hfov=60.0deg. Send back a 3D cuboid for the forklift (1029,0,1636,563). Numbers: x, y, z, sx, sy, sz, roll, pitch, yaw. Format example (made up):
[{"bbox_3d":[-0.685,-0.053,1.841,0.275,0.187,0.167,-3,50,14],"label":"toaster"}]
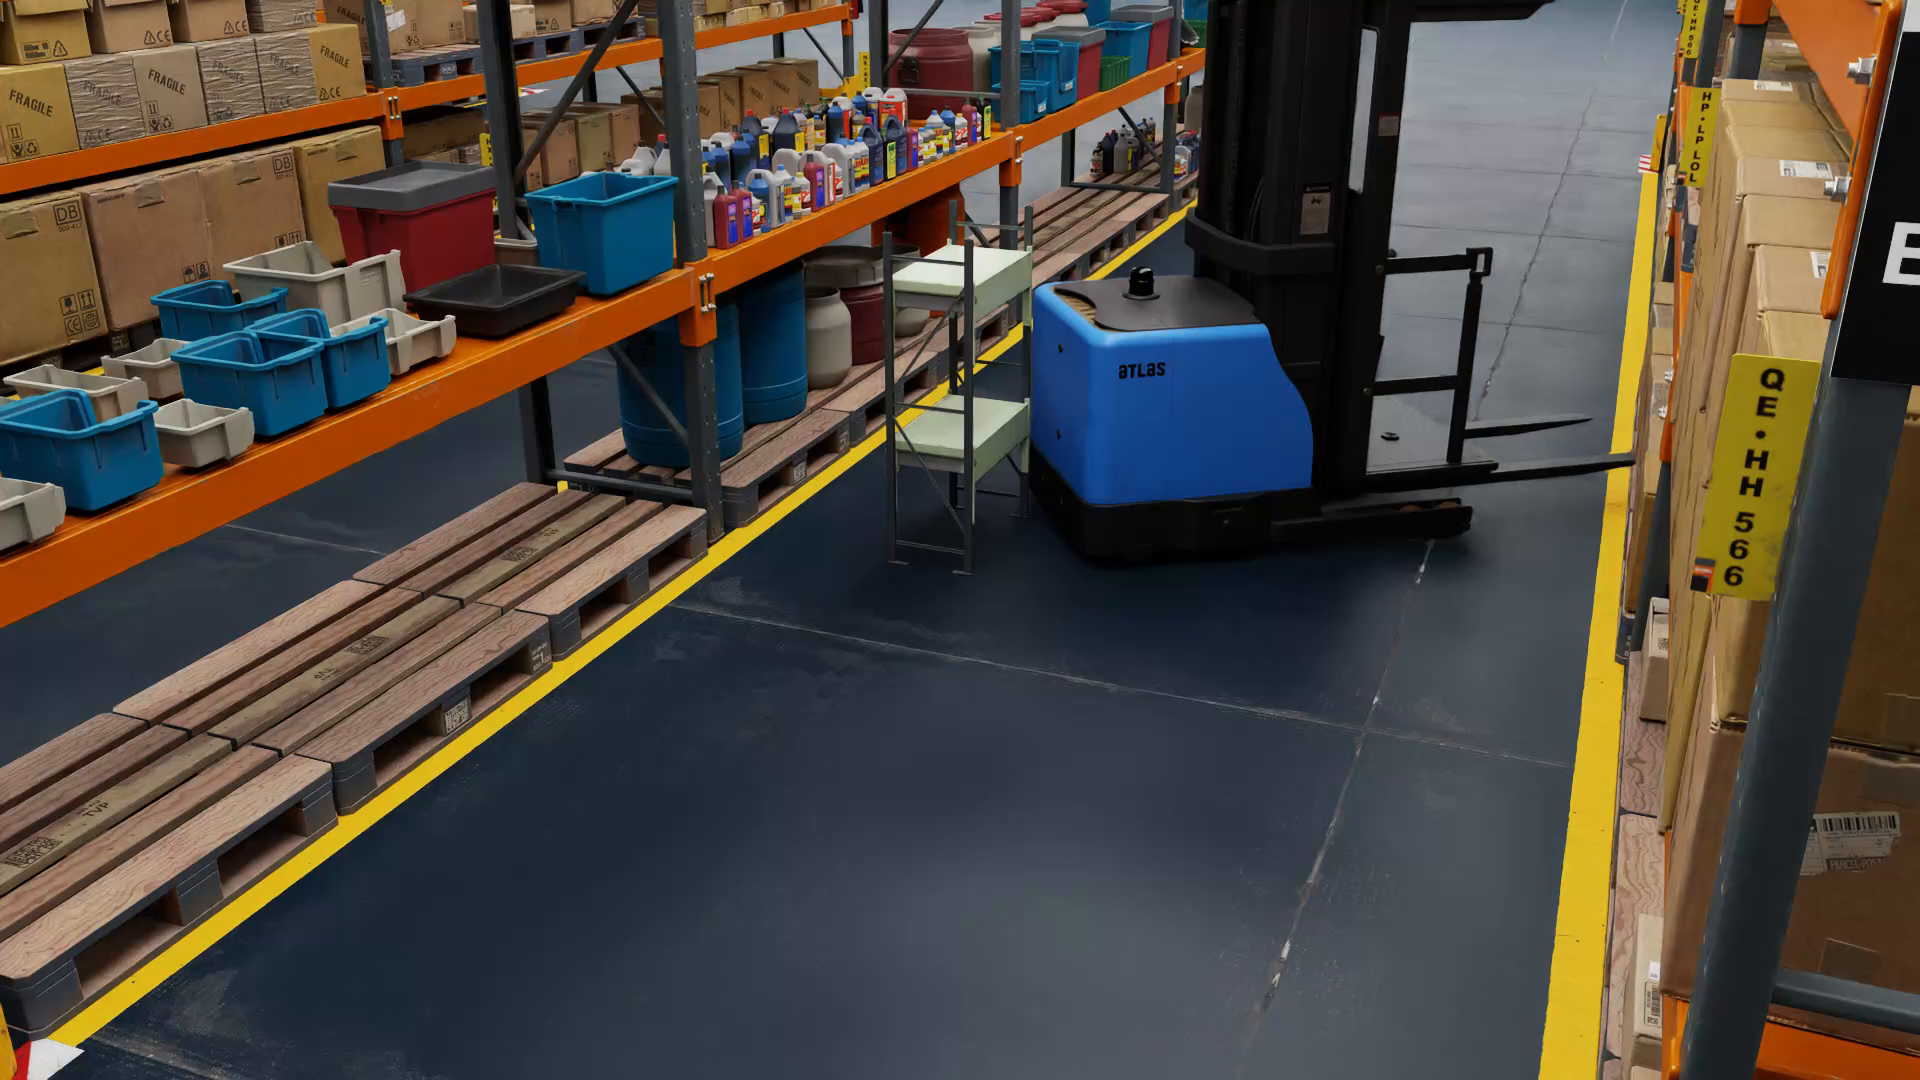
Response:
[{"bbox_3d":[1.903,-1.538,7.630,3.031,2.935,1.130,-5,23,-13],"label":"forklift"}]

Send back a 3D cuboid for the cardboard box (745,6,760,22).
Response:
[{"bbox_3d":[-2.312,-5.480,17.304,0.380,0.149,0.250,9,24,20],"label":"cardboard box"}]

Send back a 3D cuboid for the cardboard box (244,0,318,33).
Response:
[{"bbox_3d":[-4.988,-3.842,11.624,0.797,0.503,0.637,10,25,22],"label":"cardboard box"}]

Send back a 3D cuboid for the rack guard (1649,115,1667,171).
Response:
[{"bbox_3d":[7.475,-3.890,16.415,1.175,0.500,0.348,9,24,20],"label":"rack guard"}]

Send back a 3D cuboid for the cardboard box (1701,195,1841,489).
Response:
[{"bbox_3d":[1.808,-0.383,3.348,0.500,0.500,0.500,9,24,21],"label":"cardboard box"}]

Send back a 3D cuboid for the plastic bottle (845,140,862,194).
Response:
[{"bbox_3d":[-0.565,-1.955,8.706,0.097,0.271,0.097,0,23,0],"label":"plastic bottle"}]

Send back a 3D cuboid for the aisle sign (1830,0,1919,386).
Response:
[{"bbox_3d":[1.213,-0.529,1.751,0.394,0.787,0.004,9,24,20],"label":"aisle sign"}]

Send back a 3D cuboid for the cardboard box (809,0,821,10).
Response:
[{"bbox_3d":[-1.783,-6.021,18.599,0.380,0.149,0.250,9,24,20],"label":"cardboard box"}]

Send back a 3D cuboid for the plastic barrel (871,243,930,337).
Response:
[{"bbox_3d":[-0.396,-1.536,10.219,0.421,0.512,0.421,0,23,0],"label":"plastic barrel"}]

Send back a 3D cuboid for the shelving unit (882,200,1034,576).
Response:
[{"bbox_3d":[0.002,-0.694,7.467,0.431,1.500,0.755,9,24,20],"label":"shelving unit"}]

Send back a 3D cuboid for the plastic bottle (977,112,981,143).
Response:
[{"bbox_3d":[0.083,-2.547,10.213,0.097,0.201,0.097,0,23,0],"label":"plastic bottle"}]

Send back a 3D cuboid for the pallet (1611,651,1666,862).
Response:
[{"bbox_3d":[2.753,0.791,5.582,1.003,0.211,1.213,9,24,20],"label":"pallet"}]

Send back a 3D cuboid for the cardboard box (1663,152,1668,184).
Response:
[{"bbox_3d":[6.502,-3.264,14.694,0.500,0.250,0.500,9,24,20],"label":"cardboard box"}]

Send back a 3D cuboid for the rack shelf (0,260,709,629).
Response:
[{"bbox_3d":[-2.332,-0.404,5.758,1.077,0.370,4.000,9,24,20],"label":"rack shelf"}]

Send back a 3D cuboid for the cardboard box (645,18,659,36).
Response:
[{"bbox_3d":[-2.857,-4.941,16.014,0.380,0.149,0.250,9,24,20],"label":"cardboard box"}]

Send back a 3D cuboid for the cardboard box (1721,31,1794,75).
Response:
[{"bbox_3d":[5.484,-3.189,11.363,0.500,0.500,0.500,11,25,24],"label":"cardboard box"}]

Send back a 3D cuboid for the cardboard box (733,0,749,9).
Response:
[{"bbox_3d":[-2.681,-5.726,17.051,0.875,0.500,0.500,9,24,20],"label":"cardboard box"}]

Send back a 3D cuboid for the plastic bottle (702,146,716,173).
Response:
[{"bbox_3d":[-1.297,-1.879,8.525,0.097,0.271,0.097,0,23,0],"label":"plastic bottle"}]

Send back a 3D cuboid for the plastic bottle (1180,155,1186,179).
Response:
[{"bbox_3d":[1.983,-3.350,14.938,0.097,0.201,0.097,0,23,0],"label":"plastic bottle"}]

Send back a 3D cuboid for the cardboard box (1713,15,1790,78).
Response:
[{"bbox_3d":[6.139,-3.810,12.849,0.700,0.500,0.500,8,24,19],"label":"cardboard box"}]

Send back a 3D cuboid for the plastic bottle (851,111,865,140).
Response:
[{"bbox_3d":[-0.613,-2.506,10.115,0.097,0.201,0.097,0,23,0],"label":"plastic bottle"}]

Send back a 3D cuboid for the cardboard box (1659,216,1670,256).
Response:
[{"bbox_3d":[4.837,-1.946,10.812,0.500,0.311,0.500,9,24,20],"label":"cardboard box"}]

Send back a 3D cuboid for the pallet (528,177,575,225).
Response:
[{"bbox_3d":[-3.955,-3.020,14.706,1.003,0.211,1.213,9,24,20],"label":"pallet"}]

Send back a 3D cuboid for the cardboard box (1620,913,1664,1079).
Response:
[{"bbox_3d":[1.877,1.191,4.004,0.500,0.250,0.500,9,24,20],"label":"cardboard box"}]

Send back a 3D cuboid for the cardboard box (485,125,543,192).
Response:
[{"bbox_3d":[-4.073,-3.288,14.403,0.700,0.500,0.500,11,25,24],"label":"cardboard box"}]

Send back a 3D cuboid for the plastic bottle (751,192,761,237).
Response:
[{"bbox_3d":[-0.981,-1.522,7.759,0.097,0.201,0.097,0,23,0],"label":"plastic bottle"}]

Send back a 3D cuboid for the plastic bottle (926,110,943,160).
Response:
[{"bbox_3d":[-0.148,-2.357,9.668,0.097,0.271,0.097,0,23,0],"label":"plastic bottle"}]

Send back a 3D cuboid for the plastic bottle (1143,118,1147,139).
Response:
[{"bbox_3d":[1.805,-4.013,16.418,0.061,0.283,0.133,9,24,21],"label":"plastic bottle"}]

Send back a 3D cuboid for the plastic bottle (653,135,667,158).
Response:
[{"bbox_3d":[-1.483,-1.871,8.401,0.144,0.351,0.185,9,24,20],"label":"plastic bottle"}]

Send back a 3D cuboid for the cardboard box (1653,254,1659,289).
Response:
[{"bbox_3d":[5.030,-1.870,11.357,0.500,0.250,0.500,9,24,21],"label":"cardboard box"}]

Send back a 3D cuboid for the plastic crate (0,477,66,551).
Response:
[{"bbox_3d":[-2.481,-0.070,4.291,0.250,0.136,0.298,9,24,20],"label":"plastic crate"}]

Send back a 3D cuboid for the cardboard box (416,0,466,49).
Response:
[{"bbox_3d":[-4.424,-4.245,13.346,0.700,0.500,0.500,13,26,28],"label":"cardboard box"}]

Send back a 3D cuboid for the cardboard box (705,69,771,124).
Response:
[{"bbox_3d":[-2.418,-4.834,18.129,0.500,0.500,0.500,11,25,25],"label":"cardboard box"}]

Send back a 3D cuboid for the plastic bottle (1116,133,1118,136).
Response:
[{"bbox_3d":[1.447,-3.669,15.594,0.061,0.283,0.133,11,25,24],"label":"plastic bottle"}]

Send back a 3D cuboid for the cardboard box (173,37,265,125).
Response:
[{"bbox_3d":[-5.036,-3.062,11.060,0.500,0.500,0.500,8,24,18],"label":"cardboard box"}]

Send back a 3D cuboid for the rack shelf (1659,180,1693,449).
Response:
[{"bbox_3d":[3.751,-1.125,7.484,1.077,0.370,4.000,9,24,20],"label":"rack shelf"}]

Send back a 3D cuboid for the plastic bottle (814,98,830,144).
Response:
[{"bbox_3d":[-0.828,-2.513,10.027,0.061,0.283,0.133,9,24,20],"label":"plastic bottle"}]

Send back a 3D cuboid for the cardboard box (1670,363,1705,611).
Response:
[{"bbox_3d":[2.004,-0.099,3.966,0.500,0.500,0.500,8,24,19],"label":"cardboard box"}]

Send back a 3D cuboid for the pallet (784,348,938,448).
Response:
[{"bbox_3d":[-0.812,-0.873,9.566,1.003,0.211,1.213,9,24,20],"label":"pallet"}]

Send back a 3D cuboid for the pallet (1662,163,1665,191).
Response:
[{"bbox_3d":[7.221,-3.469,15.781,1.003,0.211,1.213,9,24,20],"label":"pallet"}]

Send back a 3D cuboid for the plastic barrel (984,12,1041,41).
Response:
[{"bbox_3d":[0.390,-3.649,12.417,0.433,0.535,0.433,0,23,0],"label":"plastic barrel"}]

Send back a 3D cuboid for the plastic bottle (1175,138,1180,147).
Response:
[{"bbox_3d":[1.934,-3.545,15.211,0.144,0.351,0.185,9,24,20],"label":"plastic bottle"}]

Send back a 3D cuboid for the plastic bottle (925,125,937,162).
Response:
[{"bbox_3d":[-0.184,-2.290,9.598,0.097,0.201,0.097,0,23,0],"label":"plastic bottle"}]

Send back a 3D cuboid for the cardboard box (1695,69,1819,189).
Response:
[{"bbox_3d":[3.848,-1.871,7.663,0.700,0.500,0.500,14,26,30],"label":"cardboard box"}]

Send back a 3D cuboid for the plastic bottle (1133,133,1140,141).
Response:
[{"bbox_3d":[1.650,-3.714,15.704,0.061,0.283,0.133,9,24,20],"label":"plastic bottle"}]

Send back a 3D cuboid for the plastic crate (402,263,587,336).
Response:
[{"bbox_3d":[-1.755,-0.913,6.324,0.437,0.125,0.590,9,24,20],"label":"plastic crate"}]

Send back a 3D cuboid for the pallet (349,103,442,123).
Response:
[{"bbox_3d":[-6.977,-5.182,19.882,1.003,0.211,1.213,9,24,20],"label":"pallet"}]

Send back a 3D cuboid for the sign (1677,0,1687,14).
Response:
[{"bbox_3d":[5.464,-4.119,12.493,0.100,0.325,0.005,9,24,20],"label":"sign"}]

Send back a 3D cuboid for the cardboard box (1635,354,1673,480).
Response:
[{"bbox_3d":[3.491,-0.546,7.837,0.500,0.500,0.500,8,24,18],"label":"cardboard box"}]

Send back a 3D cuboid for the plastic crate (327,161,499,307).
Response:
[{"bbox_3d":[-2.154,-1.225,6.630,0.402,0.464,0.583,9,24,20],"label":"plastic crate"}]

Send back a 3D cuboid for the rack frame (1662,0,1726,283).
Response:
[{"bbox_3d":[4.494,-2.172,9.059,1.000,3.000,0.127,9,24,20],"label":"rack frame"}]

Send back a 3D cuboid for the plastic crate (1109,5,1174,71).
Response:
[{"bbox_3d":[1.487,-4.127,13.655,0.402,0.464,0.583,9,24,20],"label":"plastic crate"}]

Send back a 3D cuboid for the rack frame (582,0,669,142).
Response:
[{"bbox_3d":[-3.216,-5.023,15.884,1.000,3.000,0.127,9,24,20],"label":"rack frame"}]

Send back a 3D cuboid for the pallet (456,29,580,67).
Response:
[{"bbox_3d":[-4.005,-4.218,14.205,1.003,0.211,1.213,9,24,20],"label":"pallet"}]
